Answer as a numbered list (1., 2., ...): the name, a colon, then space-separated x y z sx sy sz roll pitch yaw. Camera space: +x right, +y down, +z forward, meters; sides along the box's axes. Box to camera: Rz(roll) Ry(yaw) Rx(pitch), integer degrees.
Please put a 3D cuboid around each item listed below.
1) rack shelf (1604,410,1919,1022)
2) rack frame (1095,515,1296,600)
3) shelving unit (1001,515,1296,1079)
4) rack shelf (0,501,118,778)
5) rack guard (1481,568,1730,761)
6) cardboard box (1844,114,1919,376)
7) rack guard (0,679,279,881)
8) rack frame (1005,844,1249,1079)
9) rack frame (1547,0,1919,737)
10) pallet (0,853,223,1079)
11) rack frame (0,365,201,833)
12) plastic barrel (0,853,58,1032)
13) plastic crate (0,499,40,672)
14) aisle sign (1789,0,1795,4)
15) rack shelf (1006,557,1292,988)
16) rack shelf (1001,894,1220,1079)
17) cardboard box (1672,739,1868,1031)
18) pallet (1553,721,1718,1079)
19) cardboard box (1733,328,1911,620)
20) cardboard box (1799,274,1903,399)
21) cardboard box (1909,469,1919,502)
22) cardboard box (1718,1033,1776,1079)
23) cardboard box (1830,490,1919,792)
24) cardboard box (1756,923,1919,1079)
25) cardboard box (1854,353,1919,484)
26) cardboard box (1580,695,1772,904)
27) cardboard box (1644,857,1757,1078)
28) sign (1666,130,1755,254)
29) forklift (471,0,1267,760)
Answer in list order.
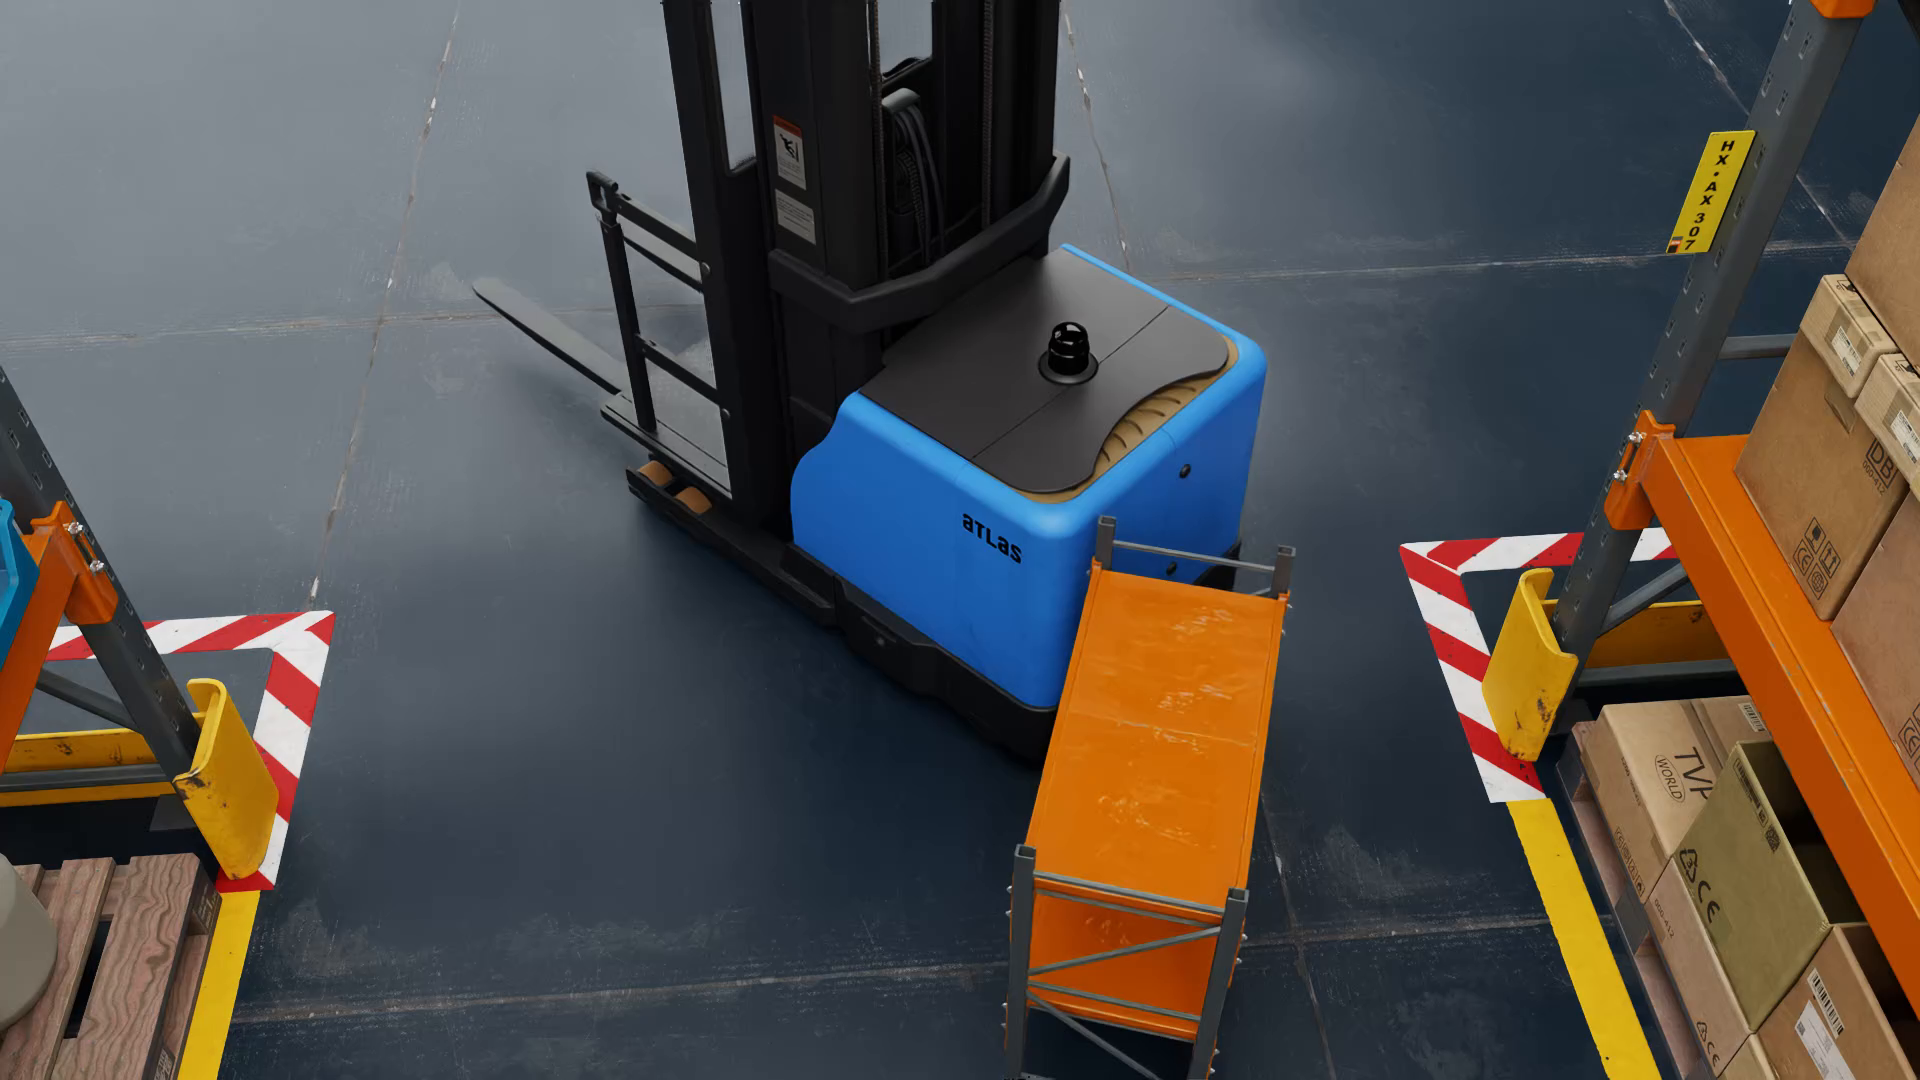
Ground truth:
1. rack shelf: 2.423 1.204 3.039 1.077 0.370 4.000 -3 47 -3
2. rack frame: 0.599 0.375 4.620 0.500 1.125 0.032 10 47 9
3. shelving unit: 0.481 0.735 4.280 0.538 1.125 1.048 10 47 9
4. rack shelf: -2.513 1.502 2.757 1.077 0.370 4.000 -3 47 -3
5. rack guard: 2.254 0.352 5.073 1.175 0.500 0.348 -3 47 -3
6. cardboard box: 2.287 -0.594 3.284 0.700 0.500 0.500 -3 47 -3
7. rack guard: -2.627 0.720 4.724 1.175 0.500 0.348 -3 47 -3
8. rack frame: 0.363 1.094 3.940 0.500 1.125 0.032 10 47 9
9. rack frame: 2.256 -0.490 4.149 1.000 3.000 0.127 -3 47 -3
10. pallet: -2.565 1.407 4.272 1.003 0.211 1.213 -3 47 -3
11. rack frame: -2.680 -0.192 3.866 1.000 3.000 0.127 -3 47 -3
12. plastic barrel: -2.549 0.990 4.170 0.421 0.512 0.421 0 47 0
13. plastic crate: -2.340 0.203 3.594 0.499 0.251 0.616 -3 47 -3
14. aisle sign: 1.945 -1.413 3.232 0.394 0.787 0.004 -3 47 -3
15. rack shelf: 0.481 0.533 4.067 0.538 0.278 1.000 10 47 9
16. rack shelf: 0.481 0.903 4.457 0.538 0.278 1.000 10 47 9
17. cardboard box: 2.123 0.816 3.999 0.500 0.500 0.500 -3 47 -3
18. pallet: 2.362 1.019 4.639 1.003 0.211 1.213 -3 47 -3
19. cardboard box: 2.282 -0.186 3.792 0.700 0.500 0.500 -3 47 -3
20. cardboard box: 2.074 -0.451 3.595 0.380 0.149 0.250 -4 47 -4
21. cardboard box: 2.118 -0.080 3.244 0.380 0.149 0.250 -3 47 -3
22. cardboard box: 2.166 1.435 3.929 0.500 0.250 0.500 -3 47 -3
23. cardboard box: 2.331 0.193 3.432 0.700 0.500 0.500 -2 47 -2
24. cardboard box: 2.178 1.177 3.658 0.500 0.500 0.500 -3 47 -3
25. cardboard box: 2.099 -0.260 3.415 0.380 0.149 0.250 -5 47 -4
26. cardboard box: 2.079 0.712 4.614 0.500 0.250 0.500 -3 47 -3
27. cardboard box: 2.125 1.074 4.272 0.500 0.250 0.500 -3 47 -3
28. sign: 1.702 -0.786 3.778 0.100 0.325 0.005 -3 47 -3
29. forklift: -0.526 -1.280 4.943 3.031 2.935 1.130 33 55 27
